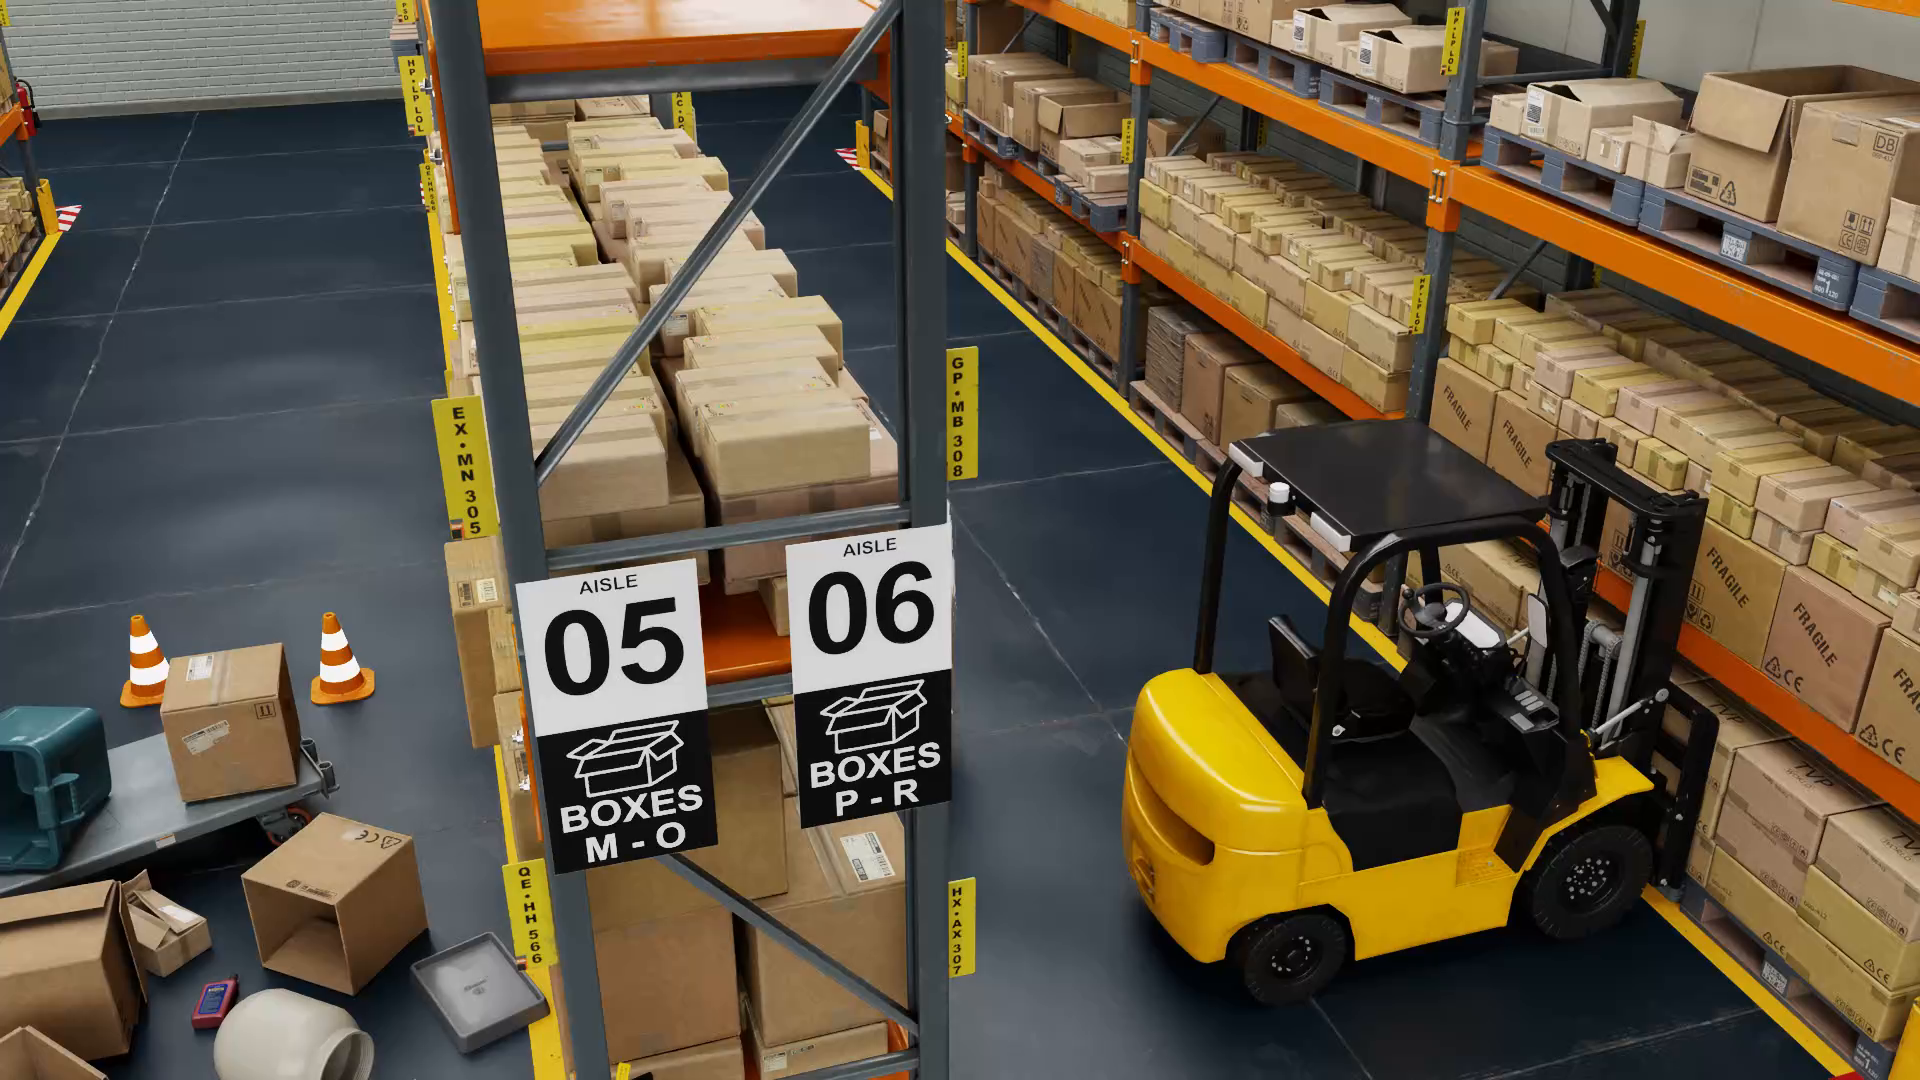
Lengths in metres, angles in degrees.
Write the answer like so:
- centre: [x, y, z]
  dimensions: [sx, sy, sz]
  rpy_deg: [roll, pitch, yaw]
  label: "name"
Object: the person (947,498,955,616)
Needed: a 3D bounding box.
- centre: [-0.240, 0.273, 8.575]
  dimensions: [0.415, 1.665, 0.534]
  rpy_deg: [-9, 28, -17]
  label: "person"
